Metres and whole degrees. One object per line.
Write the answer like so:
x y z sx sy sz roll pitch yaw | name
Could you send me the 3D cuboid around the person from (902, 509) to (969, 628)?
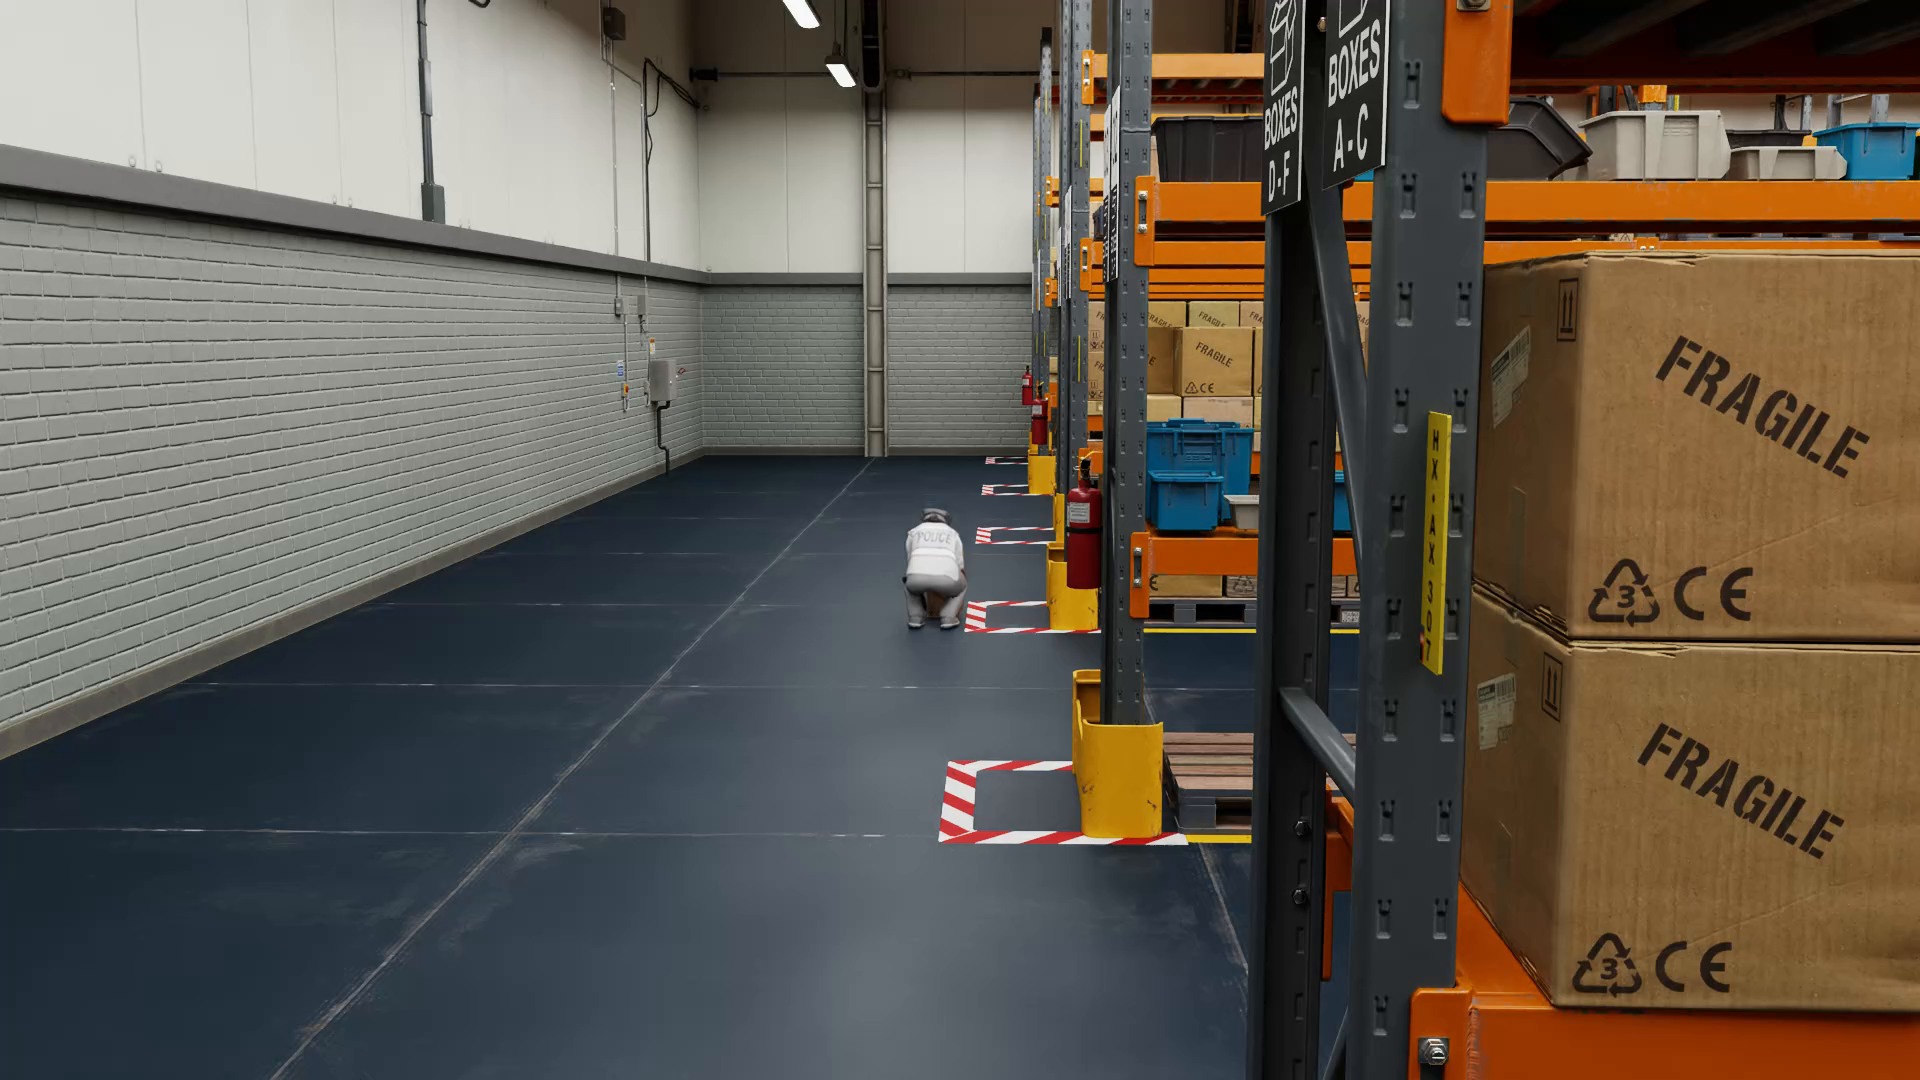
-0.185 0.215 12.417 0.480 0.843 0.870 1 7 8 | person
